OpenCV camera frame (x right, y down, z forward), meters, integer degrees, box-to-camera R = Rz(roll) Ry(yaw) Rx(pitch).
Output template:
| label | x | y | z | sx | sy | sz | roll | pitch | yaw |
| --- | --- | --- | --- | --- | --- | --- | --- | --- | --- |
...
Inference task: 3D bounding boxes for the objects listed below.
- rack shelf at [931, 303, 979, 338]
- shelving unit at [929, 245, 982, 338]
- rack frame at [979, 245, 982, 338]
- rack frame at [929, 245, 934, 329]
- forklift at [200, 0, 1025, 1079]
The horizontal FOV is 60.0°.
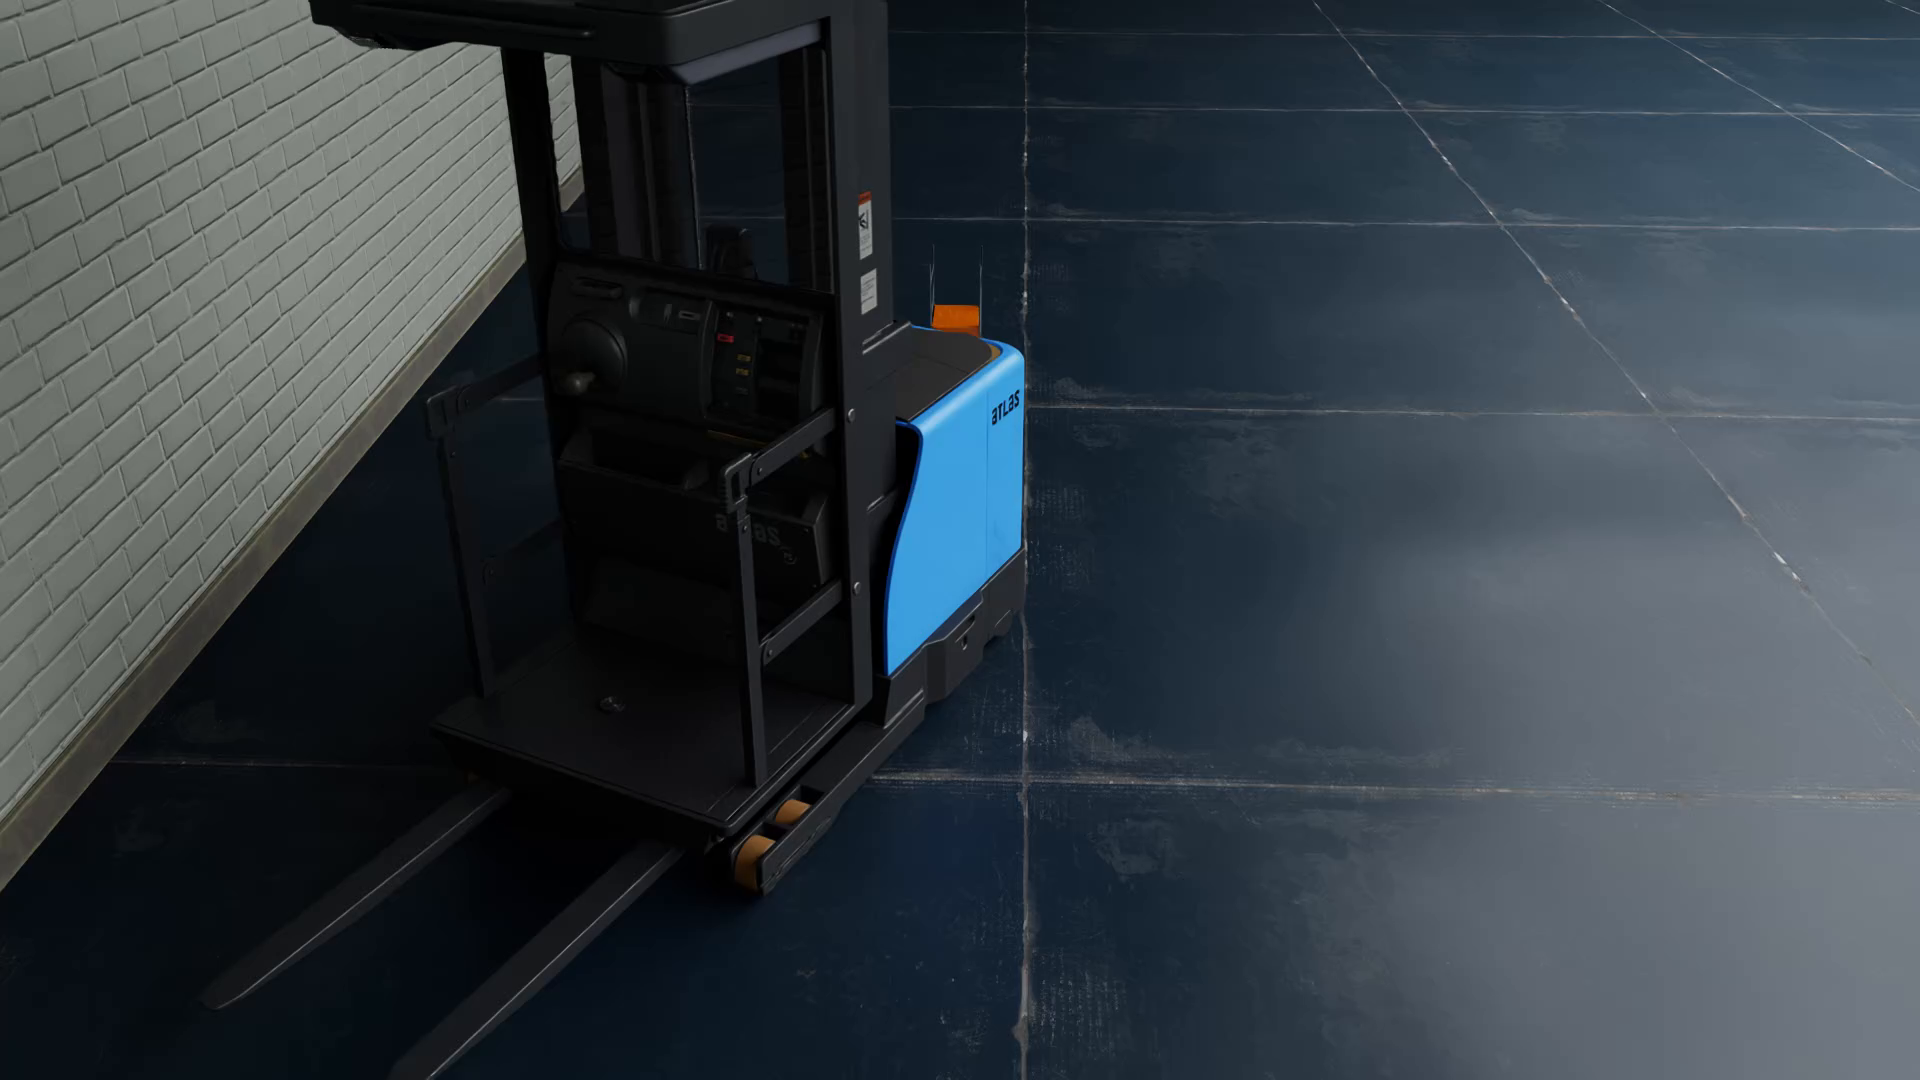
| label | x | y | z | sx | sy | sz | roll | pitch | yaw |
| --- | --- | --- | --- | --- | --- | --- | --- | --- | --- |
| rack shelf | -0.014 | -0.809 | 6.322 | 0.180 | 0.103 | 0.258 | 1 | 28 | 2 |
| shelving unit | -0.014 | -0.530 | 6.469 | 0.189 | 1.200 | 0.258 | 1 | 28 | 2 |
| rack frame | 0.077 | -0.529 | 6.467 | 0.006 | 1.200 | 0.240 | 1 | 28 | 2 |
| rack frame | -0.106 | -0.532 | 6.472 | 0.006 | 1.200 | 0.240 | 1 | 28 | 2 |
| forklift | -0.890 | -0.510 | 4.583 | 1.130 | 2.935 | 3.031 | 14 | 31 | 24 |
